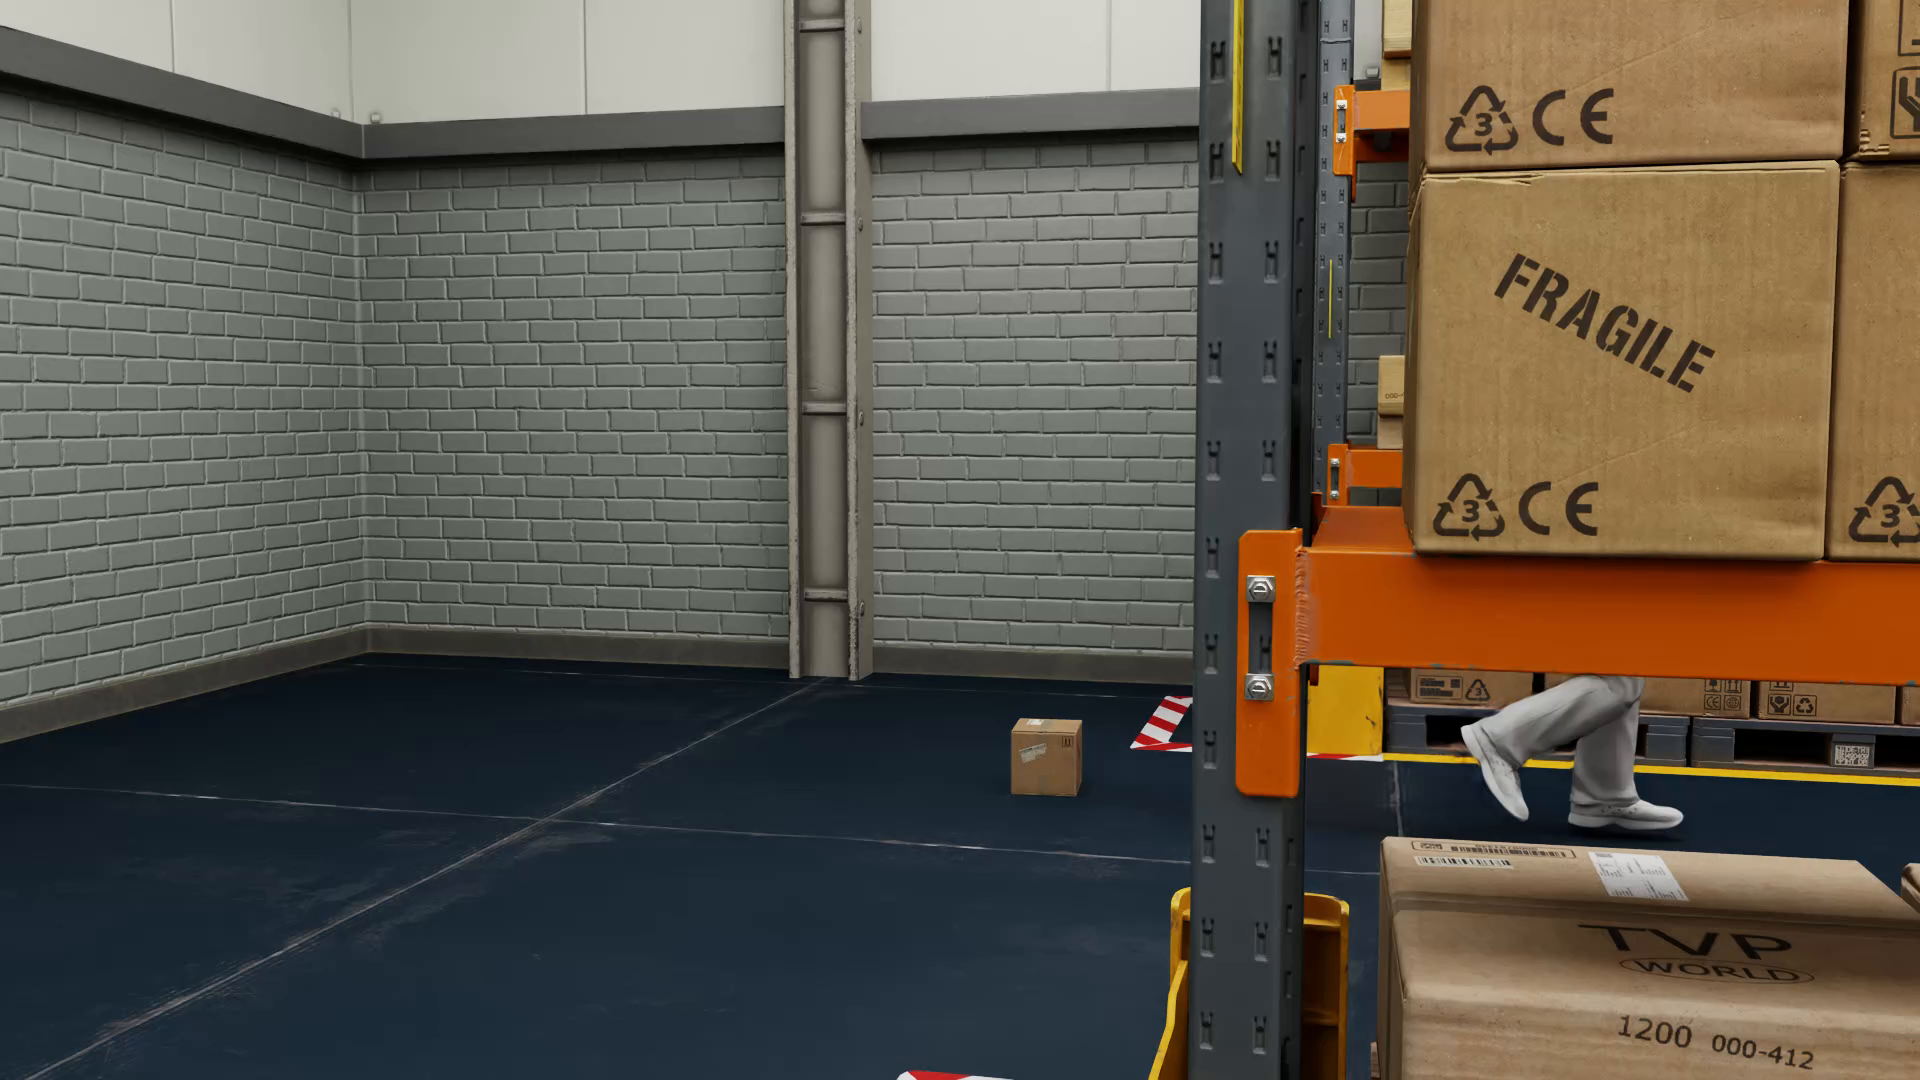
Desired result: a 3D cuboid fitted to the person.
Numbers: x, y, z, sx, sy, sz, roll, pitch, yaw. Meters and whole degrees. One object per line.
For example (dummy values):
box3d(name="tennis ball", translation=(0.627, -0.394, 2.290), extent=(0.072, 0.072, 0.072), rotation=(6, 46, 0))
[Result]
box3d(name="person", translation=(2.121, 0.115, 5.738), extent=(0.756, 1.767, 0.619), rotation=(1, 5, 11))
